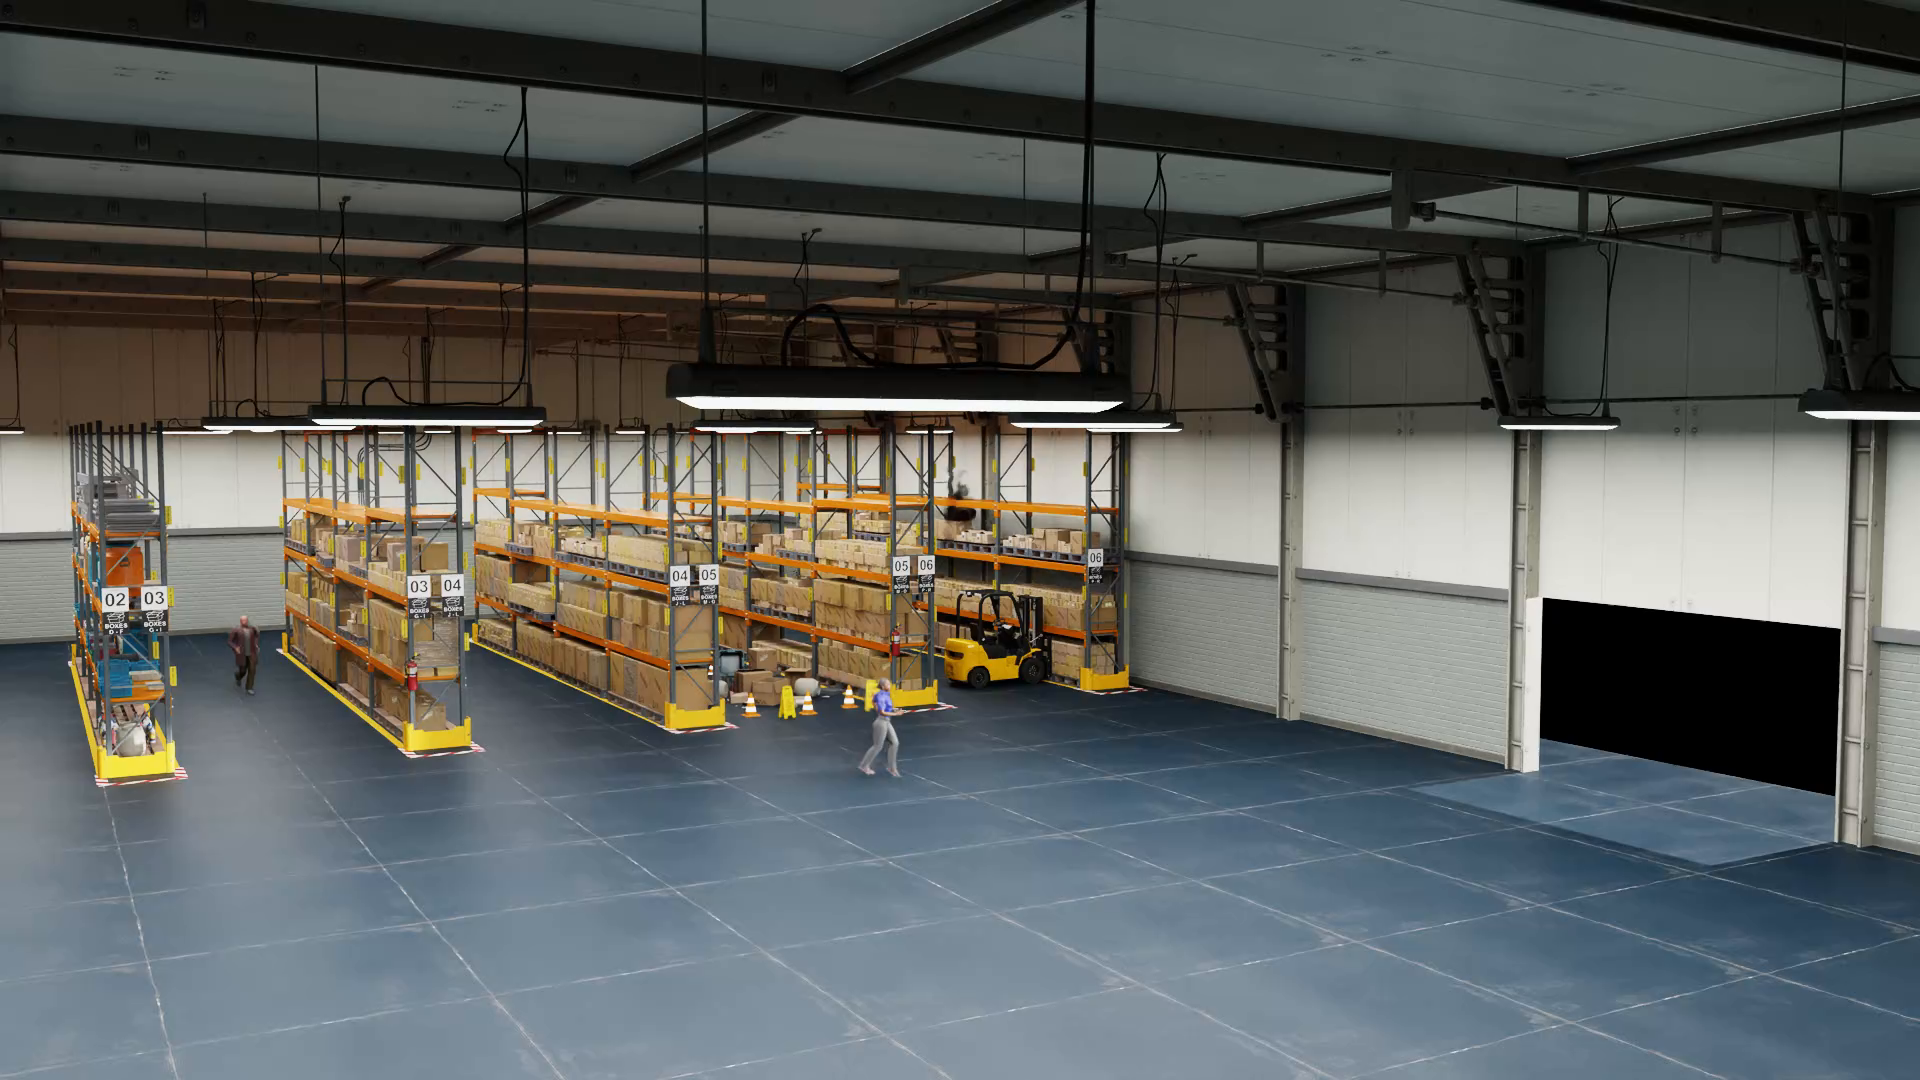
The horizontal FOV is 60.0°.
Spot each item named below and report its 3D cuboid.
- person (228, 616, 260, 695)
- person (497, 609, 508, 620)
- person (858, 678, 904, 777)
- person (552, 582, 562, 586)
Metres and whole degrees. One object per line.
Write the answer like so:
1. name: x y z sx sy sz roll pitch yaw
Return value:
1. person: -15.968 2.561 37.151 0.719 1.755 0.855 -3 5 -41
2. person: -13.222 1.882 48.402 0.701 1.774 0.750 2 4 26
3. person: -1.321 3.183 28.018 0.775 1.721 0.585 1 4 9
4. person: -11.944 1.822 49.181 0.894 1.719 0.557 -2 4 -28
